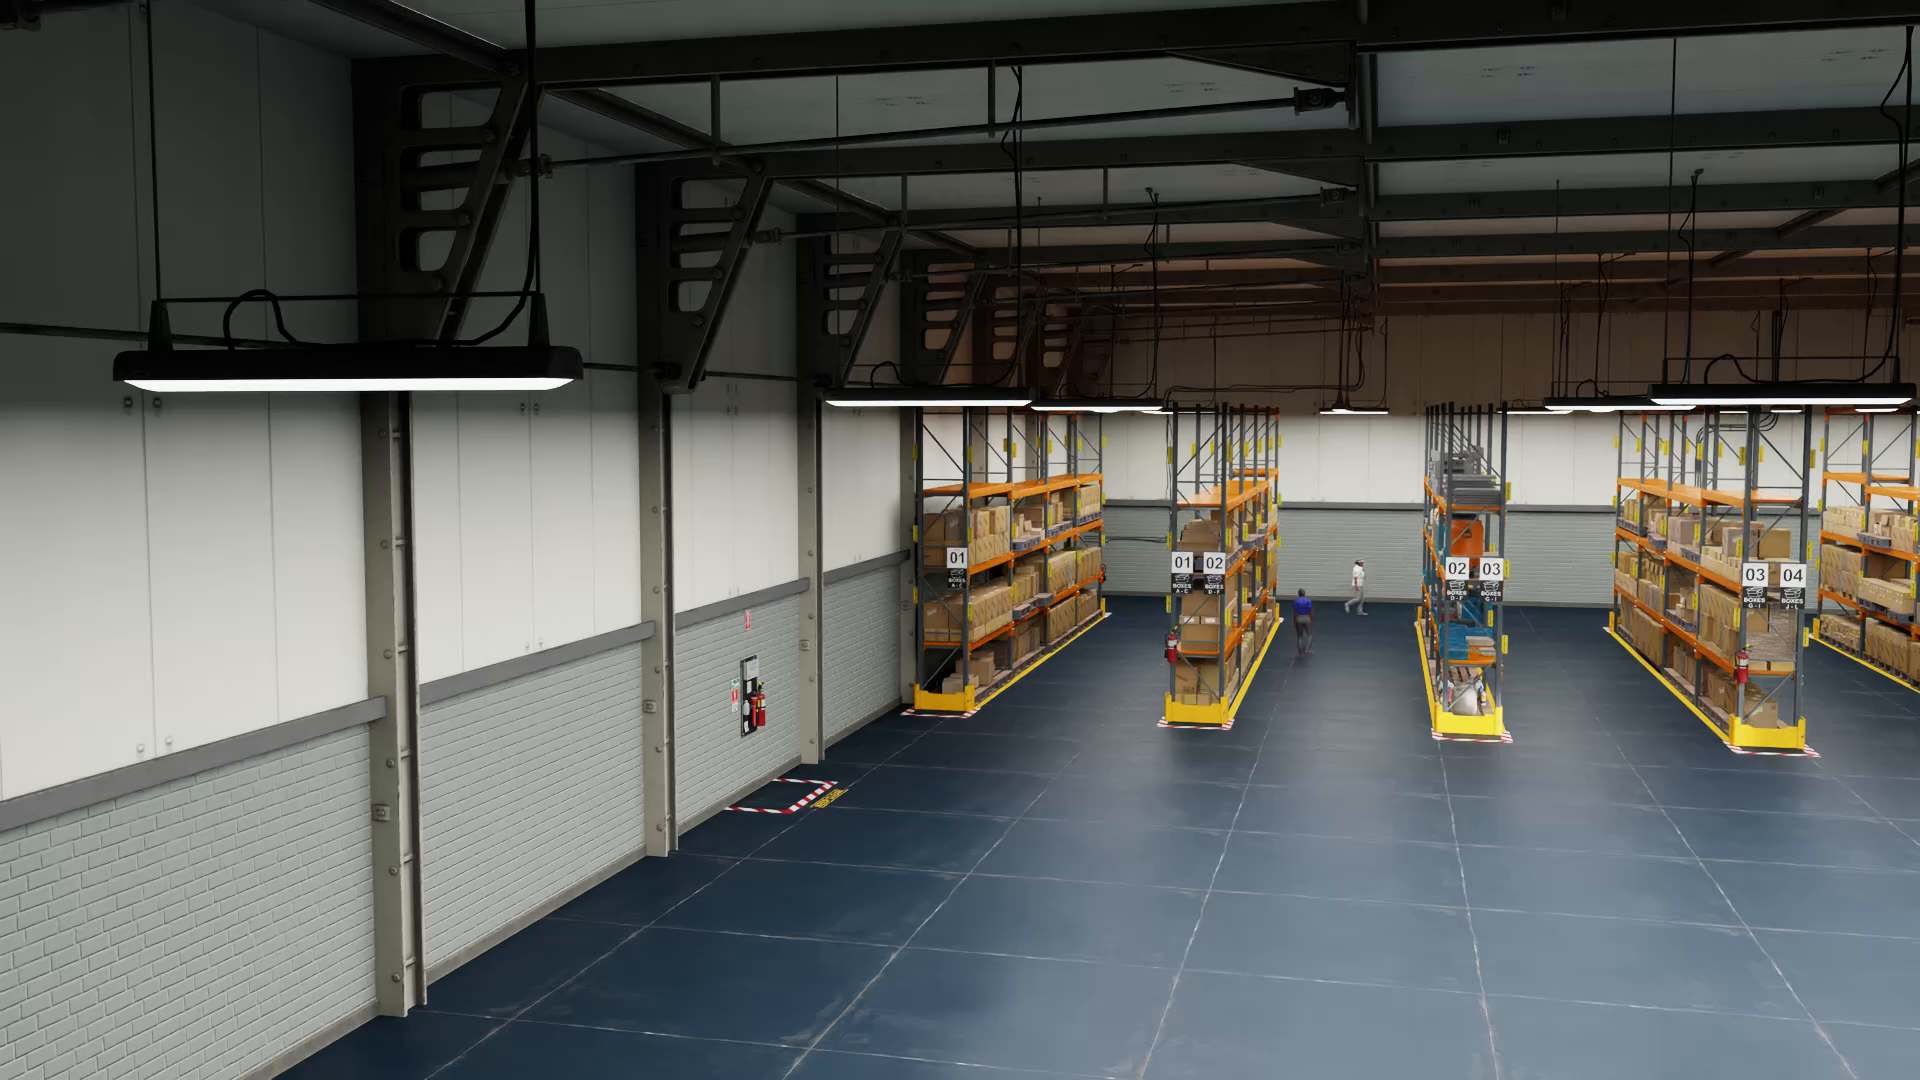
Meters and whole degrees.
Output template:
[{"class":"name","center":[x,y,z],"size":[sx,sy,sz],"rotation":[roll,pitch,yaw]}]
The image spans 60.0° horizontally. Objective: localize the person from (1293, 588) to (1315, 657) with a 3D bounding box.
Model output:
[{"class":"person","center":[8.200,1.975,39.632],"size":[0.516,1.654,0.486],"rotation":[1,4,9]}]

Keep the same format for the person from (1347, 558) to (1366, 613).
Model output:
[{"class":"person","center":[11.431,1.308,47.955],"size":[0.482,1.592,0.499],"rotation":[3,5,33]}]
